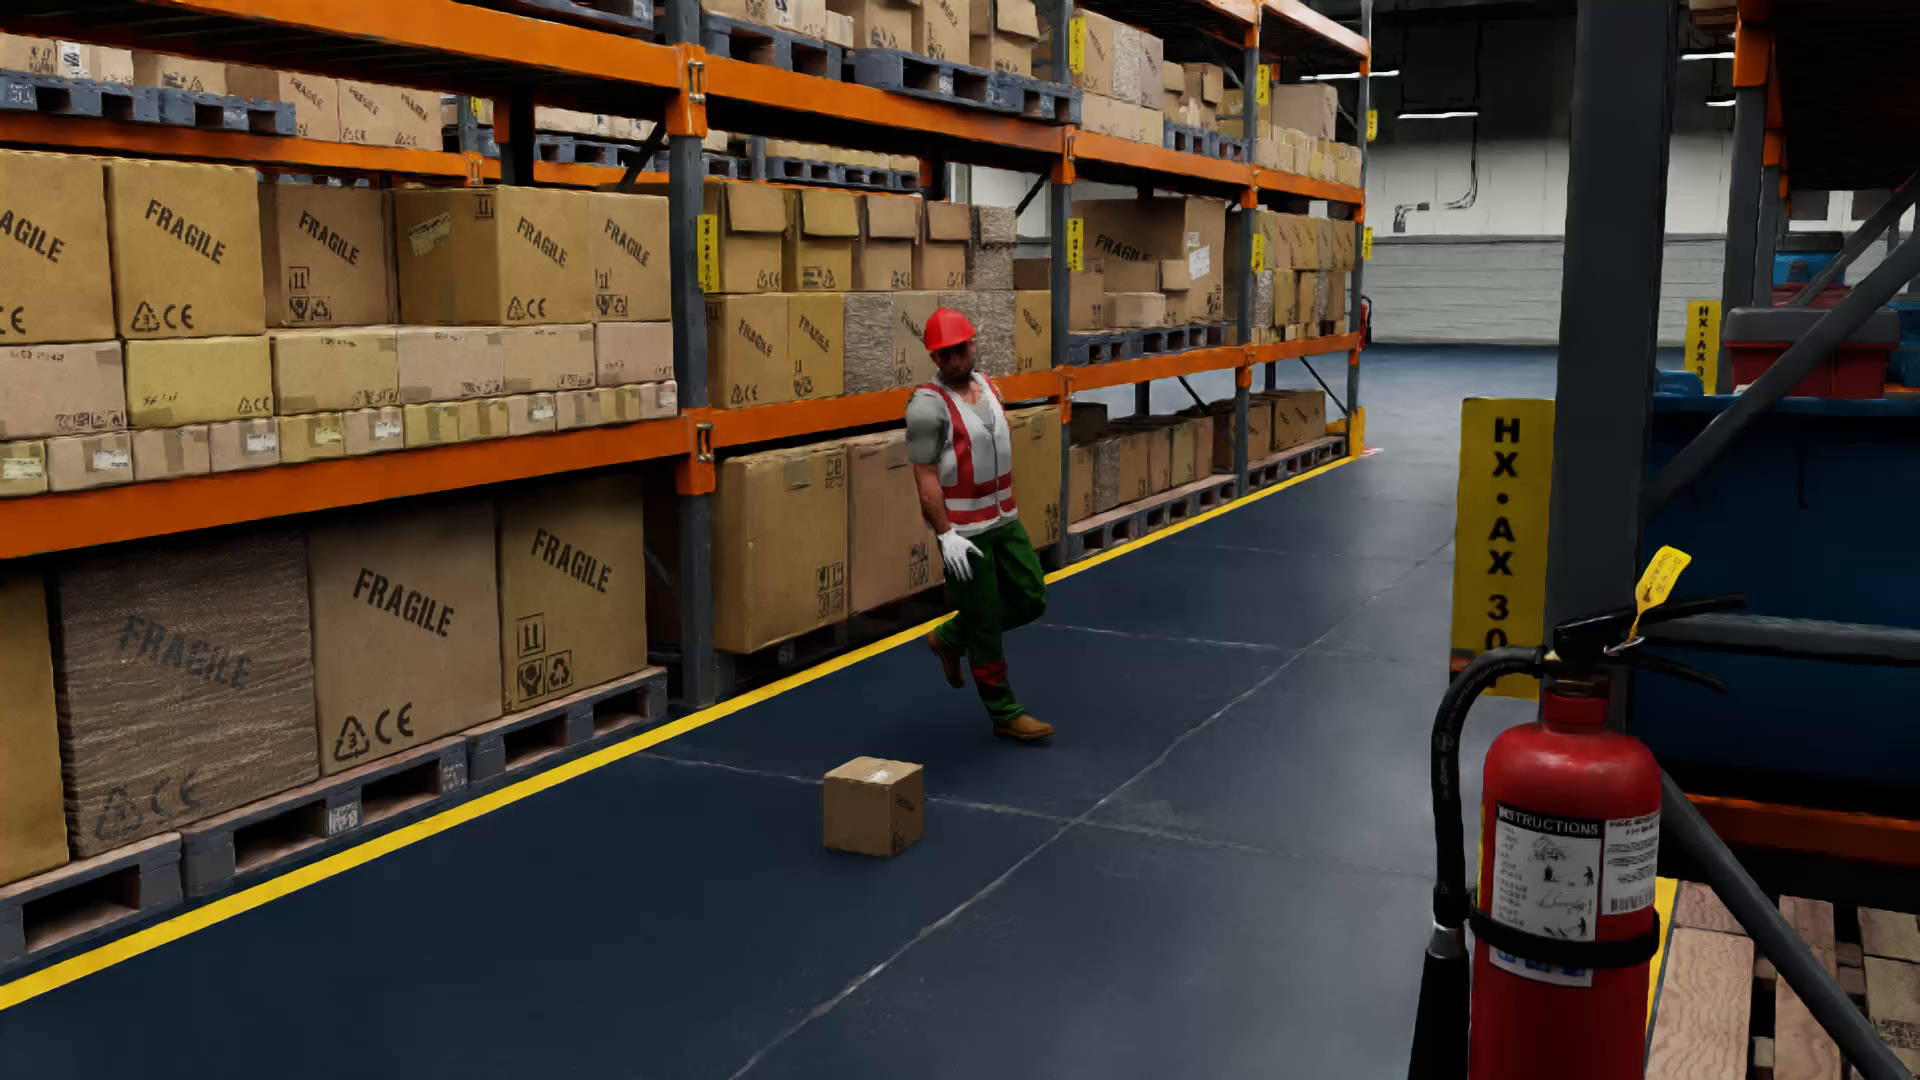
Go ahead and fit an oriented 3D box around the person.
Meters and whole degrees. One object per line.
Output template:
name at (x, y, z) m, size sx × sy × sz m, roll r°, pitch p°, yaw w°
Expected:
person at (0.025, -0.050, 6.668) m, size 0.658 × 1.753 × 0.656 m, roll 7°, pitch 11°, yaw 36°
